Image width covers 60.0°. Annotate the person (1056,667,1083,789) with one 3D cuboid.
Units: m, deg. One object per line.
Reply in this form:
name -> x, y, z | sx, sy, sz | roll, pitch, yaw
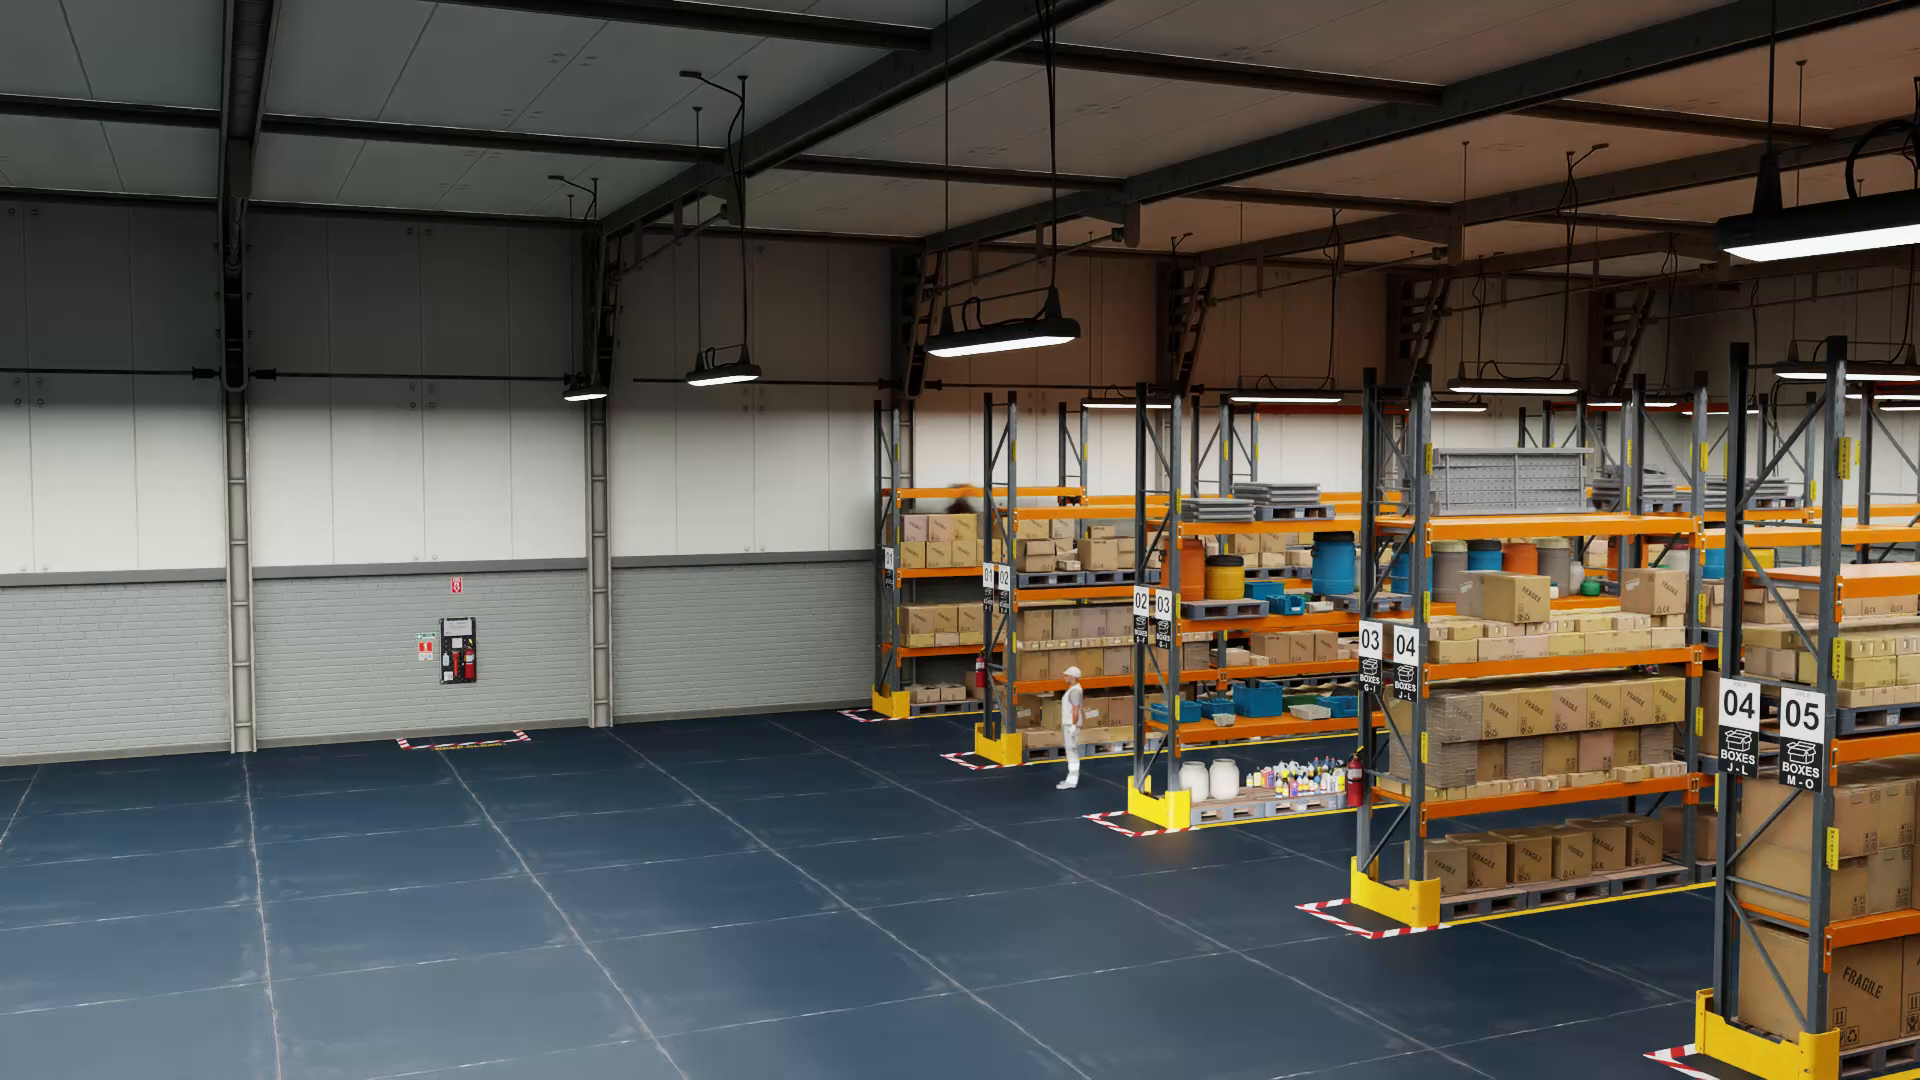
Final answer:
person -> 1.643, 2.808, 25.069 | 0.412, 1.793, 0.598 | 0, 3, 0
